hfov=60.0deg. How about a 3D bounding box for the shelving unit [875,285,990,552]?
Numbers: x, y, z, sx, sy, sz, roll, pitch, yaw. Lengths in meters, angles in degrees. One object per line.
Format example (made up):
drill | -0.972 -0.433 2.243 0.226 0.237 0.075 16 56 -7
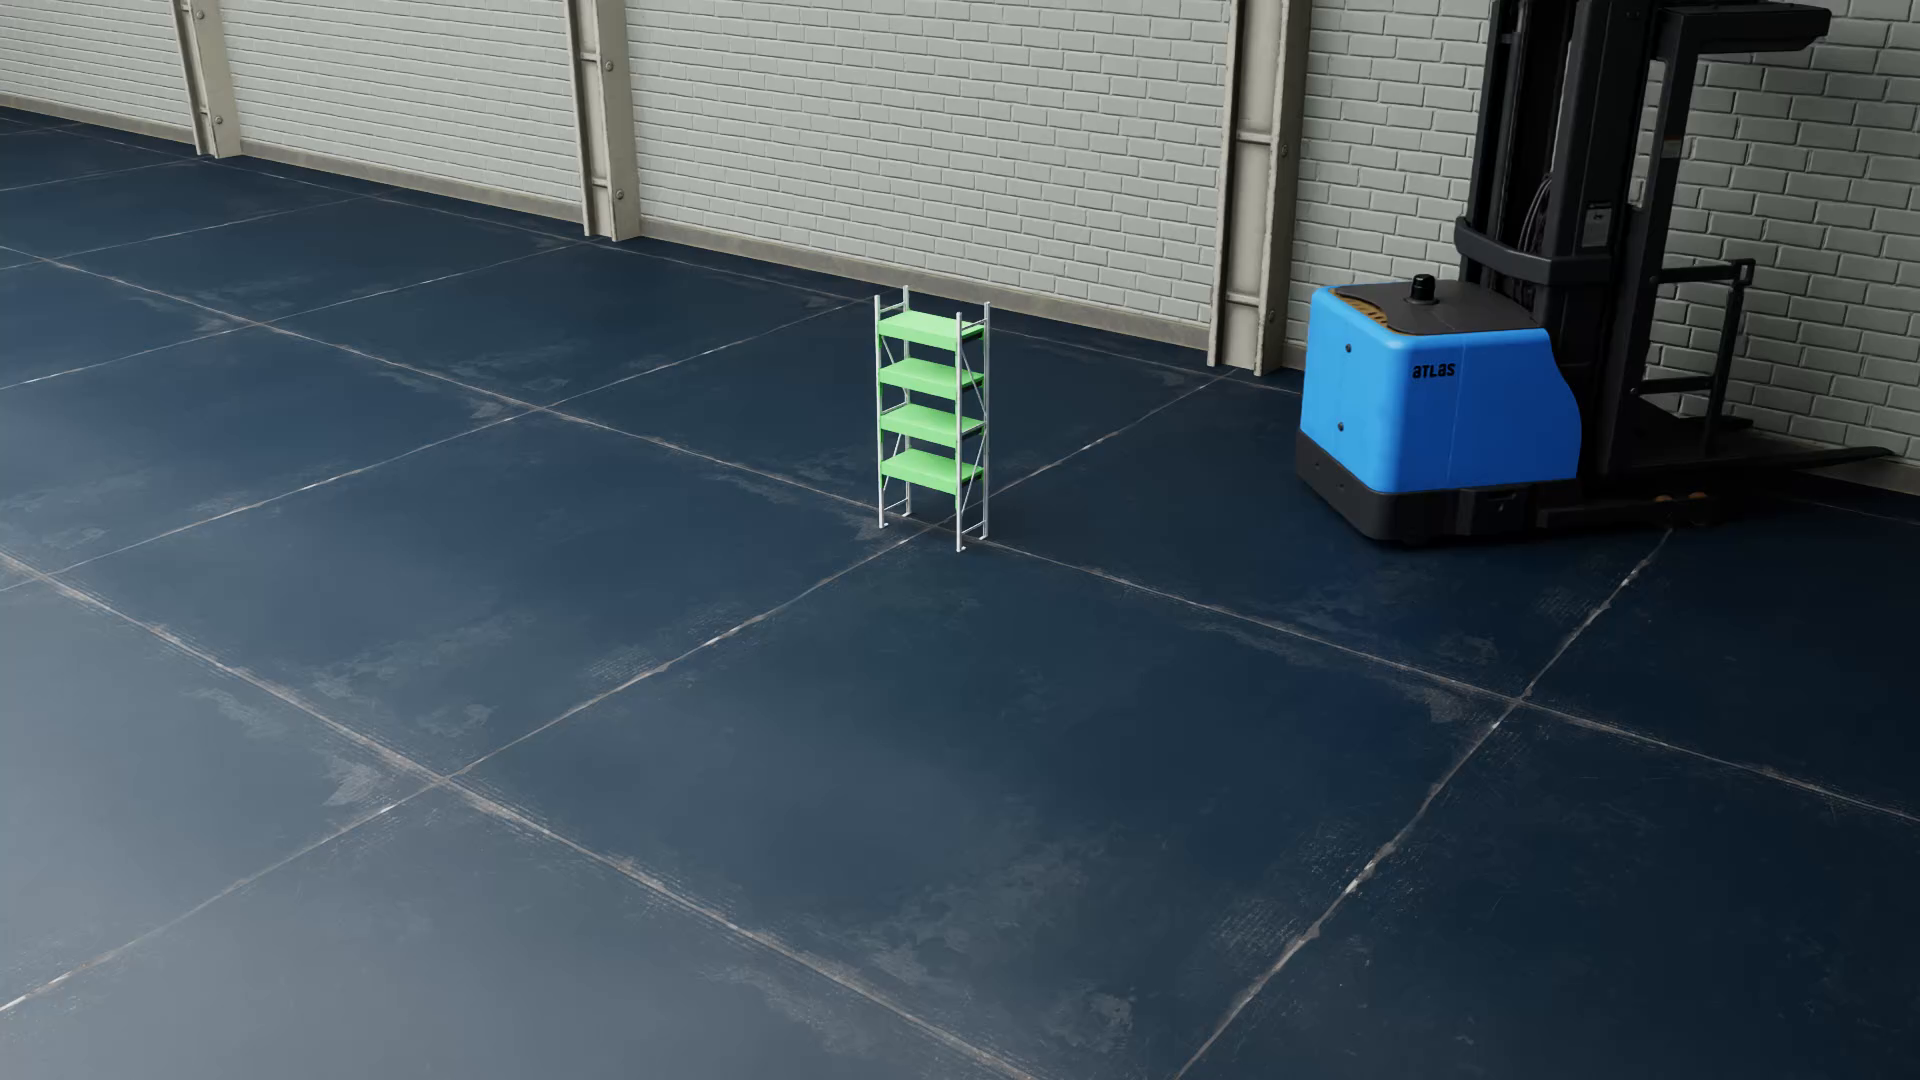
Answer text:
shelving unit | -0.132 -0.589 8.099 0.503 1.200 0.258 17 29 33

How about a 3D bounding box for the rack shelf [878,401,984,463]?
rack shelf | -0.132 -0.531 8.125 0.480 0.148 0.258 17 29 33

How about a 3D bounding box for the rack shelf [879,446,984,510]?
rack shelf | -0.132 -0.311 8.221 0.480 0.148 0.258 17 29 33

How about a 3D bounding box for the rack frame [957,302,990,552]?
rack frame | 0.063 -0.530 7.965 0.015 1.200 0.240 17 29 33

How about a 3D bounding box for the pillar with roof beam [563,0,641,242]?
pillar with roof beam | -5.525 -5.322 9.168 0.400 9.000 9.100 17 29 33

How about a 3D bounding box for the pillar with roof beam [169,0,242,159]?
pillar with roof beam | -10.326 -6.773 12.461 0.400 9.000 9.100 17 29 33

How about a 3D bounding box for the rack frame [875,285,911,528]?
rack frame | -0.328 -0.648 8.233 0.015 1.200 0.240 17 29 33

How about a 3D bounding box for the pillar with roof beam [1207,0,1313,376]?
pillar with roof beam | -0.724 -3.871 5.875 0.400 9.000 9.100 17 29 33

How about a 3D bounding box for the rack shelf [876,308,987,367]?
rack shelf | -0.132 -0.970 7.931 0.480 0.148 0.258 17 29 33

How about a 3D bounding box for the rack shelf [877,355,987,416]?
rack shelf | -0.132 -0.750 8.028 0.480 0.148 0.258 17 29 33

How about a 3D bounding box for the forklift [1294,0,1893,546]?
forklift | 3.361 -1.601 8.249 3.031 2.935 1.130 -5 24 -11
